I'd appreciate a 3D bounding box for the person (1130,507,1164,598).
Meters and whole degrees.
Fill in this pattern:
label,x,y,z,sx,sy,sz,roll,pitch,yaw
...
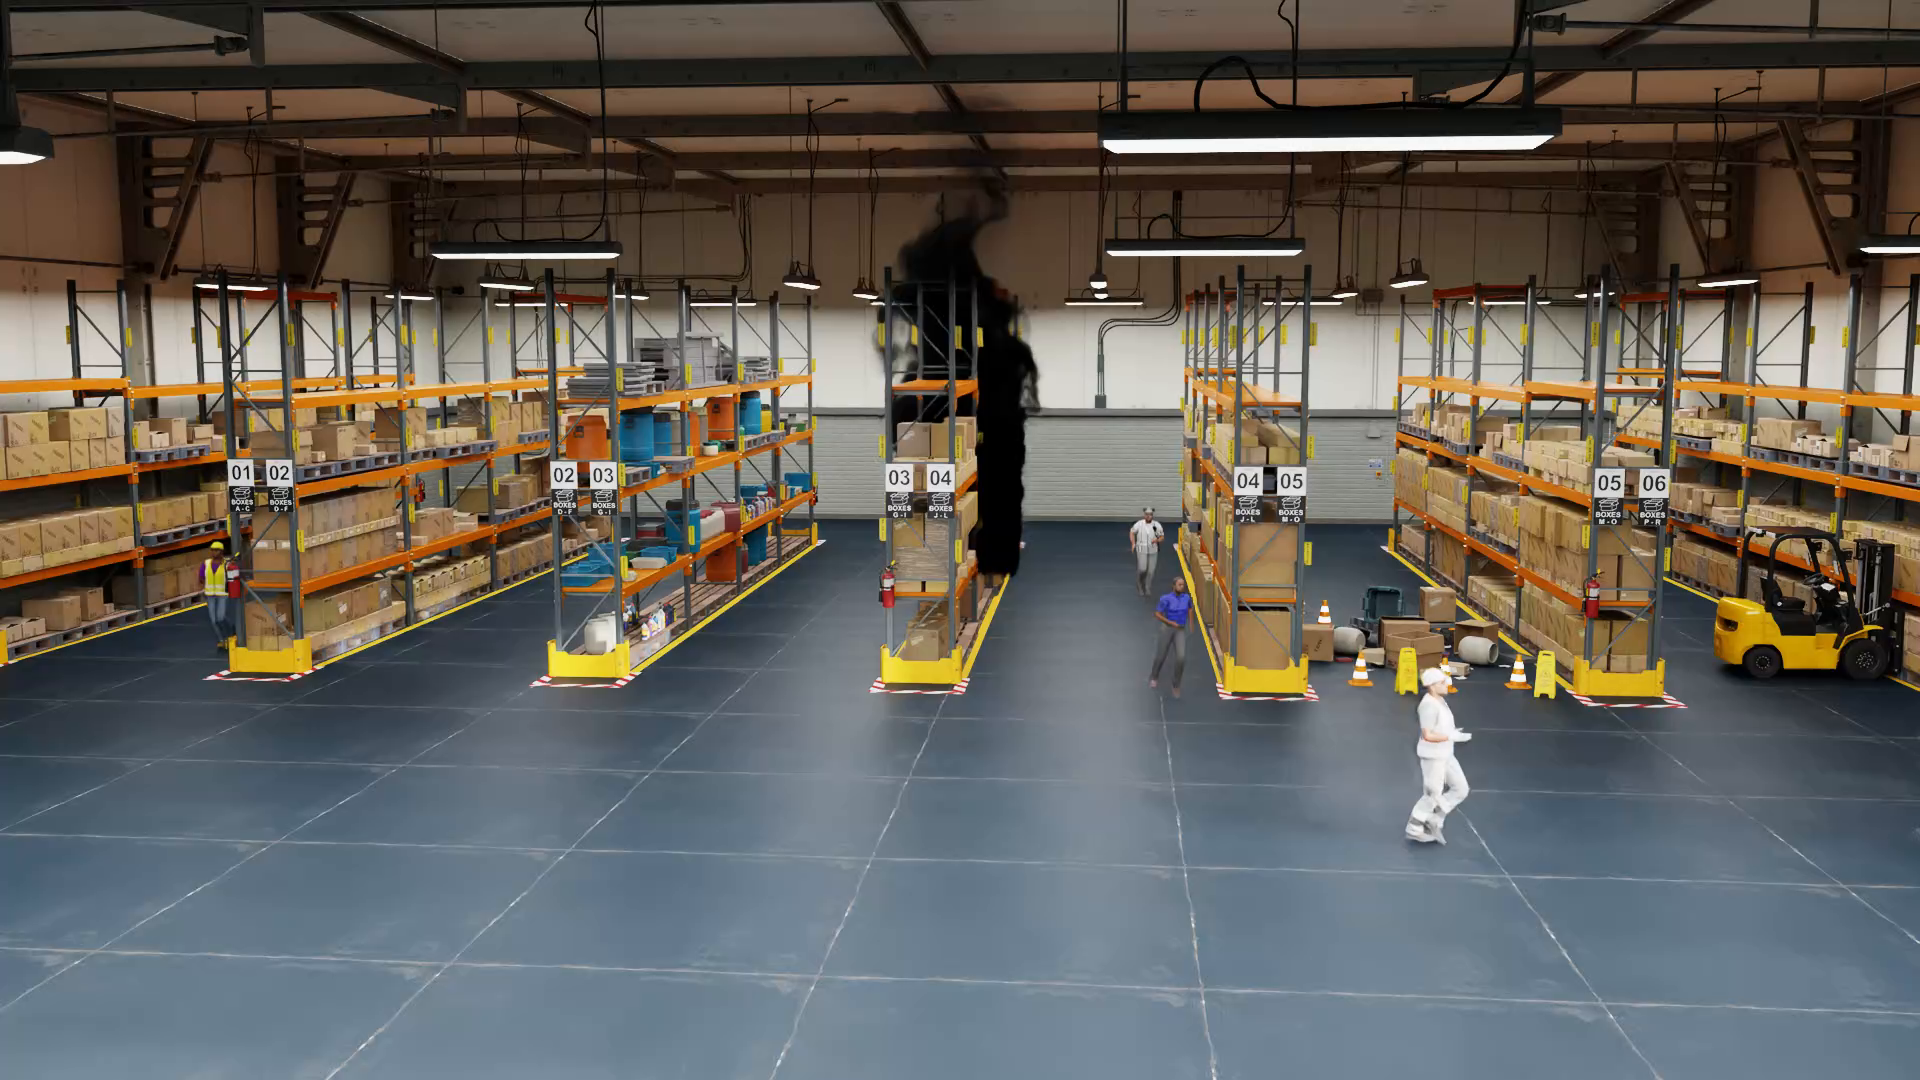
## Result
label,x,y,z,sx,sy,sz,roll,pitch,yaw
person,3.611,0.238,32.023,0.646,1.774,0.675,0,7,0

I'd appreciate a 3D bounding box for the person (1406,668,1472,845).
label,x,y,z,sx,sy,sz,roll,pitch,yaw
person,4.733,2.146,16.343,0.644,1.786,0.634,5,8,33

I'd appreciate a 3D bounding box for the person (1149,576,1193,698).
label,x,y,z,sx,sy,sz,roll,pitch,yaw
person,3.031,1.355,23.445,0.629,1.719,0.684,-2,7,-13

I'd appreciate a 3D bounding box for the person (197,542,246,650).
label,x,y,z,sx,sy,sz,roll,pitch,yaw
person,-11.896,0.903,26.655,0.664,1.750,0.626,0,7,0
